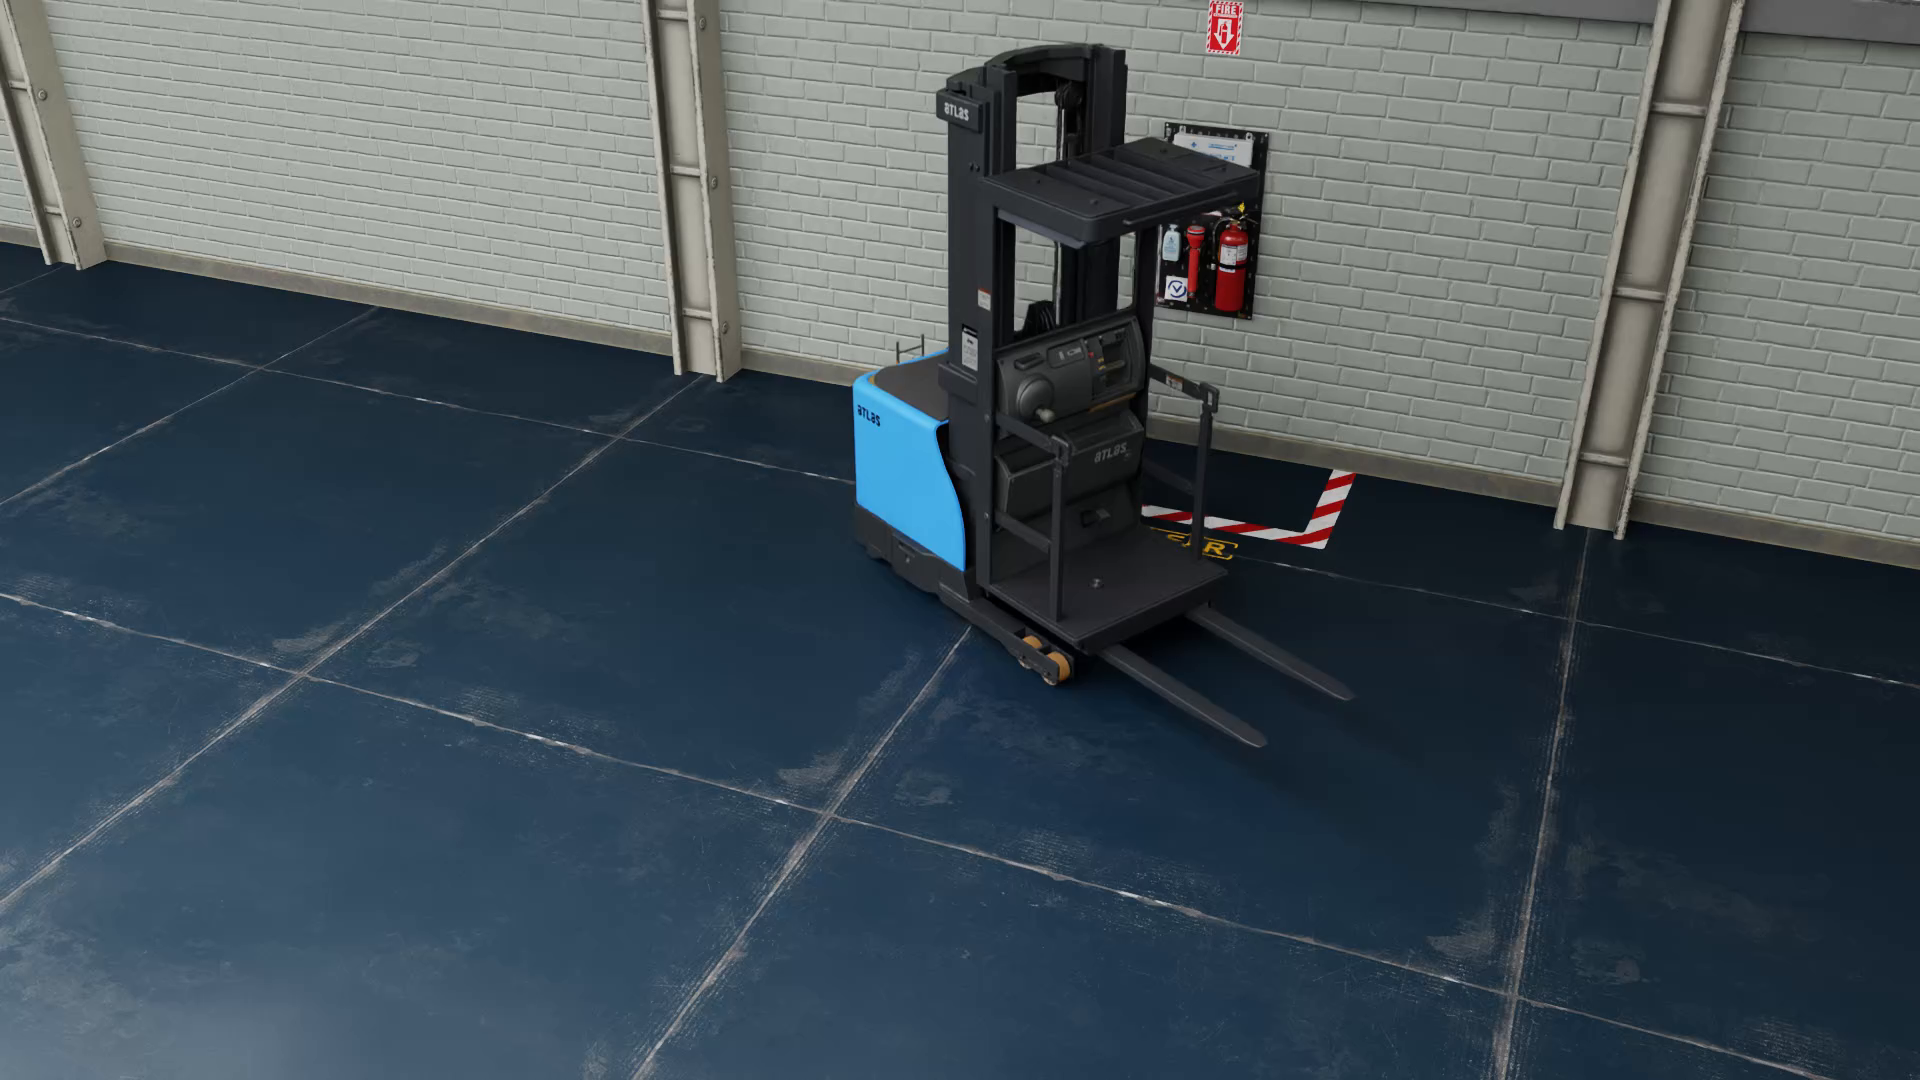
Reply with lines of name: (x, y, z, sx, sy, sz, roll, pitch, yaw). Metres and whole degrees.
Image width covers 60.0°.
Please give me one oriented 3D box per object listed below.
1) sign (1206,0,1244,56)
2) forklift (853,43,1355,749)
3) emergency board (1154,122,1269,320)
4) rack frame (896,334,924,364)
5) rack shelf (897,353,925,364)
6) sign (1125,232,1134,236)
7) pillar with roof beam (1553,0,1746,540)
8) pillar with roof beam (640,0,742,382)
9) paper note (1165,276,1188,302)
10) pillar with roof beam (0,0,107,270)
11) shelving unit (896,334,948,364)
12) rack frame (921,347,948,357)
sign: (1.520, -2.942, 9.551, 0.199, 0.298, 0.001, 11, 31, 19)
forklift: (0.699, -0.816, 8.215, 1.130, 2.935, 3.031, -21, 36, -33)
emergency board: (1.490, -1.886, 10.039, 0.643, 1.169, 0.194, 11, 31, 19)
rack frame: (-0.291, -0.722, 9.960, 0.200, 1.050, 0.008, -21, 36, -33)
rack shelf: (-0.216, -0.913, 9.743, 0.215, 0.259, 0.240, -21, 36, -33)
sign: (1.016, -2.051, 10.294, 0.234, 0.329, 0.001, 11, 31, 19)
pillar with roof beam: (2.147, -2.060, 4.250, 0.400, 9.000, 9.100, 11, 31, 19)
pillar with roof beam: (-3.413, -3.170, 6.214, 0.400, 9.000, 9.100, 11, 31, 19)
paper note: (1.351, -1.567, 10.369, 0.142, 0.148, 0.016, 11, 31, 19)
pillar with roof beam: (-8.973, -4.281, 8.178, 0.400, 9.000, 9.100, 11, 31, 19)
shelving unit: (-0.216, -0.675, 9.877, 0.215, 1.050, 0.252, -21, 36, -33)
rack frame: (-0.140, -0.628, 9.794, 0.200, 1.050, 0.008, -21, 36, -33)
